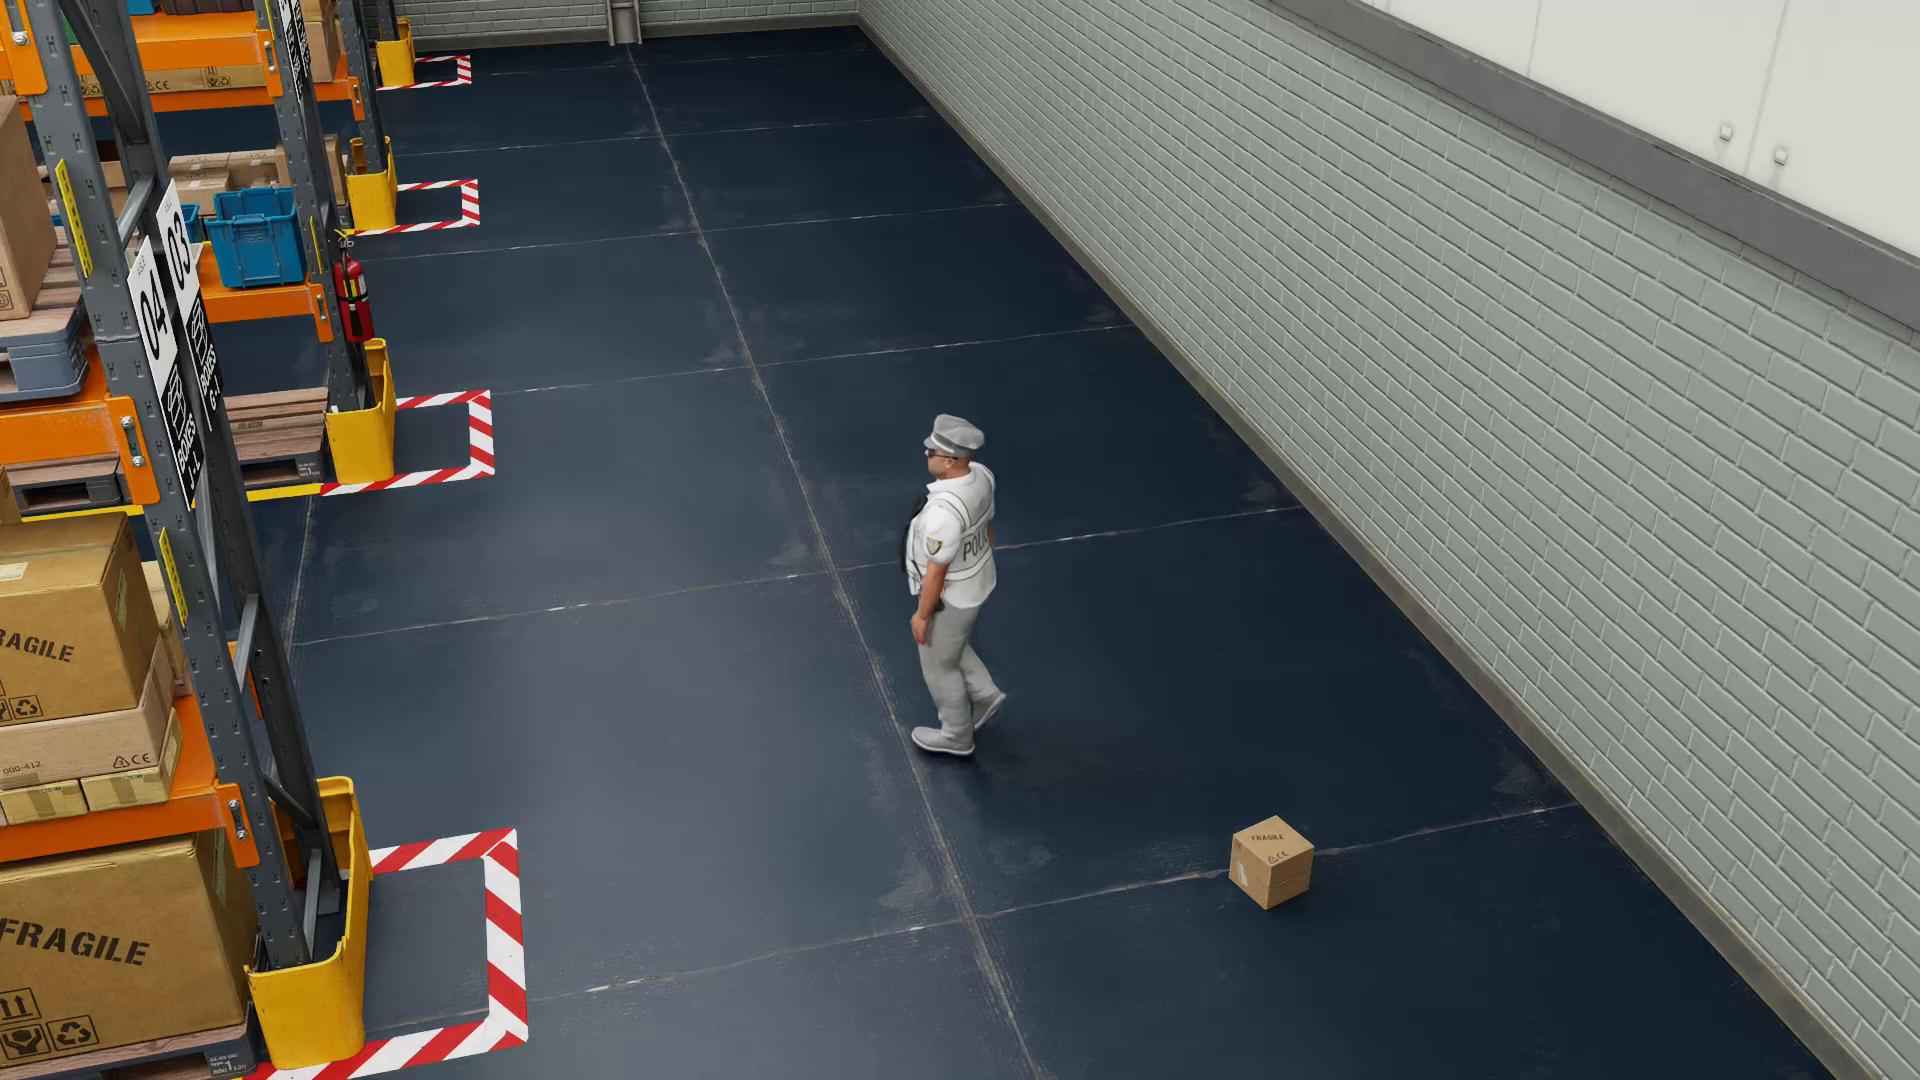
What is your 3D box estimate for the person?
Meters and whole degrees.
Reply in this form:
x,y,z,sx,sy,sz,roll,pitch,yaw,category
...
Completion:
x,y,z,sx,sy,sz,roll,pitch,yaw,category
-0.040,0.231,7.774,0.483,1.782,0.571,11,32,18,person
